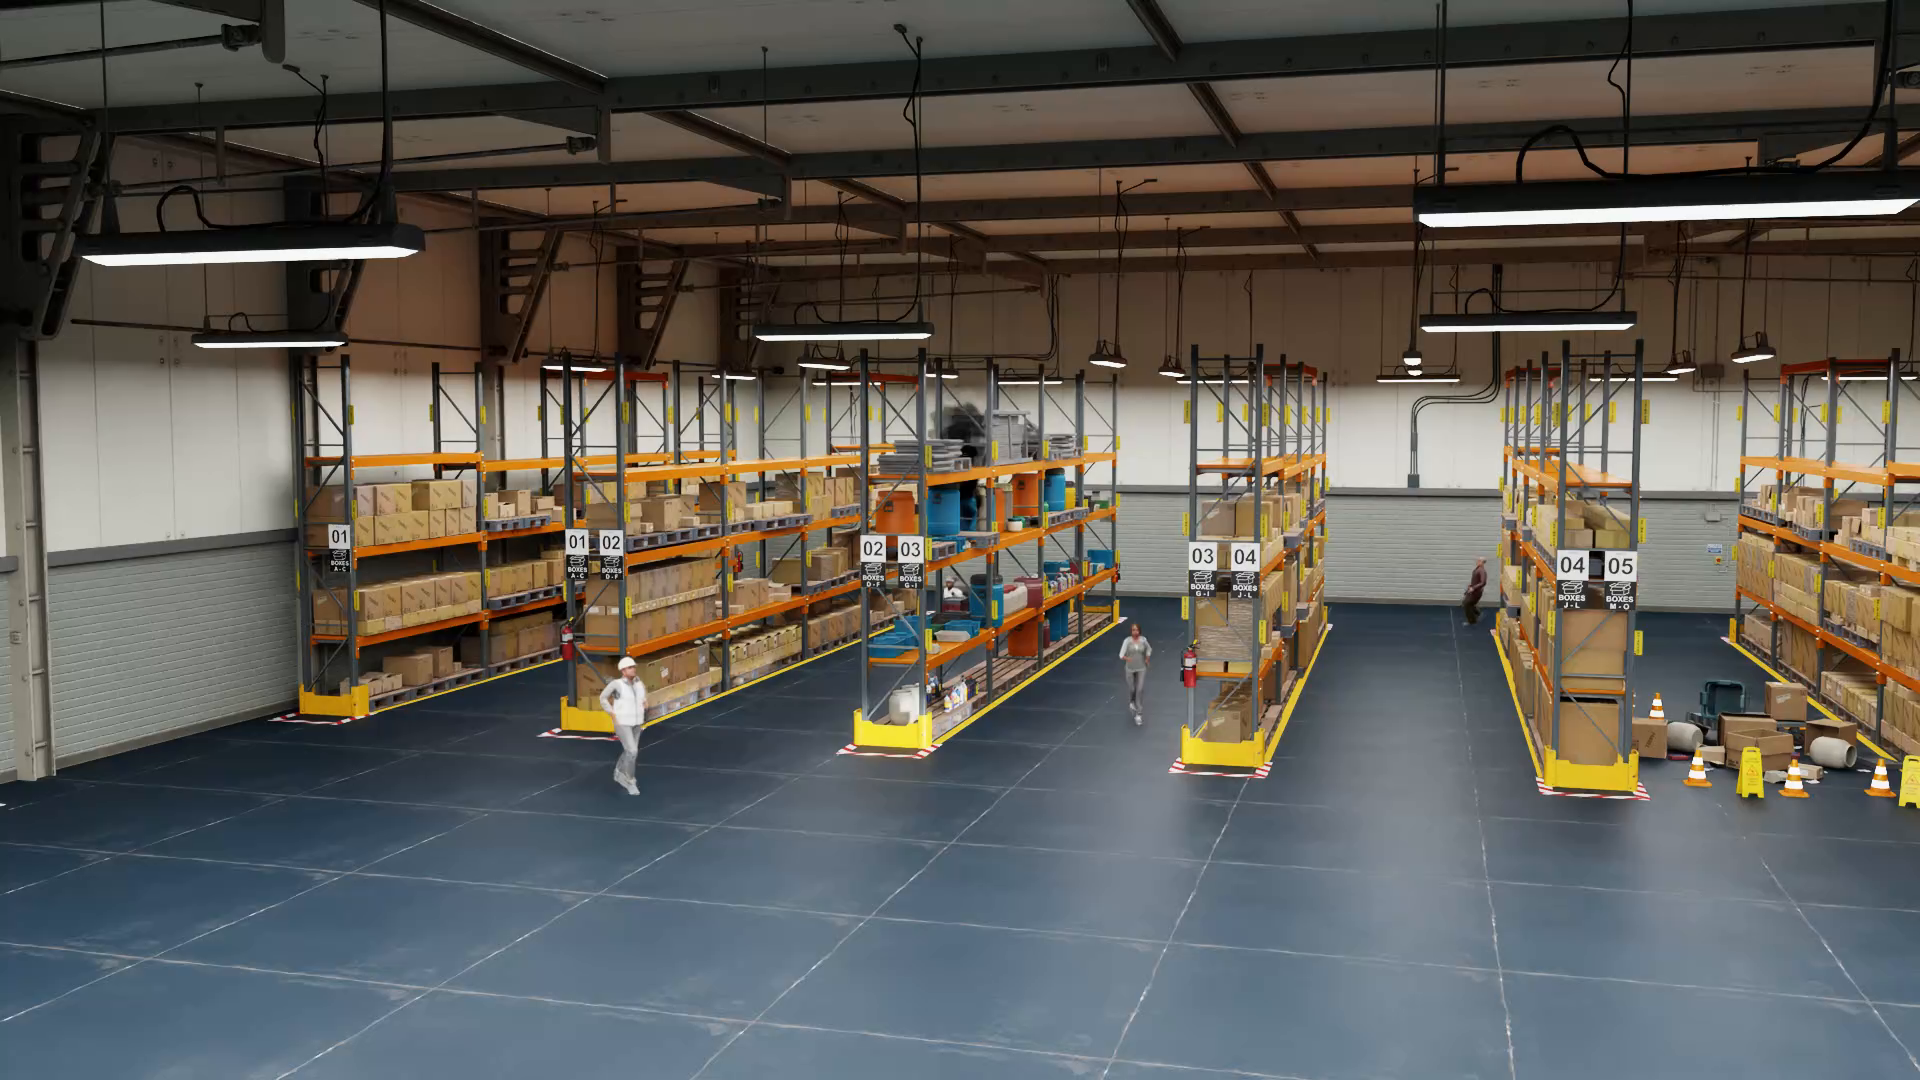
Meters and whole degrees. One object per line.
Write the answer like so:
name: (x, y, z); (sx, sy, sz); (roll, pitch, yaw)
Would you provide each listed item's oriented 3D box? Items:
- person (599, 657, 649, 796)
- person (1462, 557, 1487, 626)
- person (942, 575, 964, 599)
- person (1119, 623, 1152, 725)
person: (-4.413, 2.458, 22.123); (0.707, 1.810, 0.647); (3, 5, 39)
person: (12.118, 1.219, 39.172); (0.545, 1.685, 0.769); (1, 4, 15)
person: (-0.118, 1.598, 34.373); (0.587, 1.768, 0.725); (2, 5, 23)
person: (2.874, 2.155, 27.239); (0.538, 1.605, 0.877); (0, 4, 3)
